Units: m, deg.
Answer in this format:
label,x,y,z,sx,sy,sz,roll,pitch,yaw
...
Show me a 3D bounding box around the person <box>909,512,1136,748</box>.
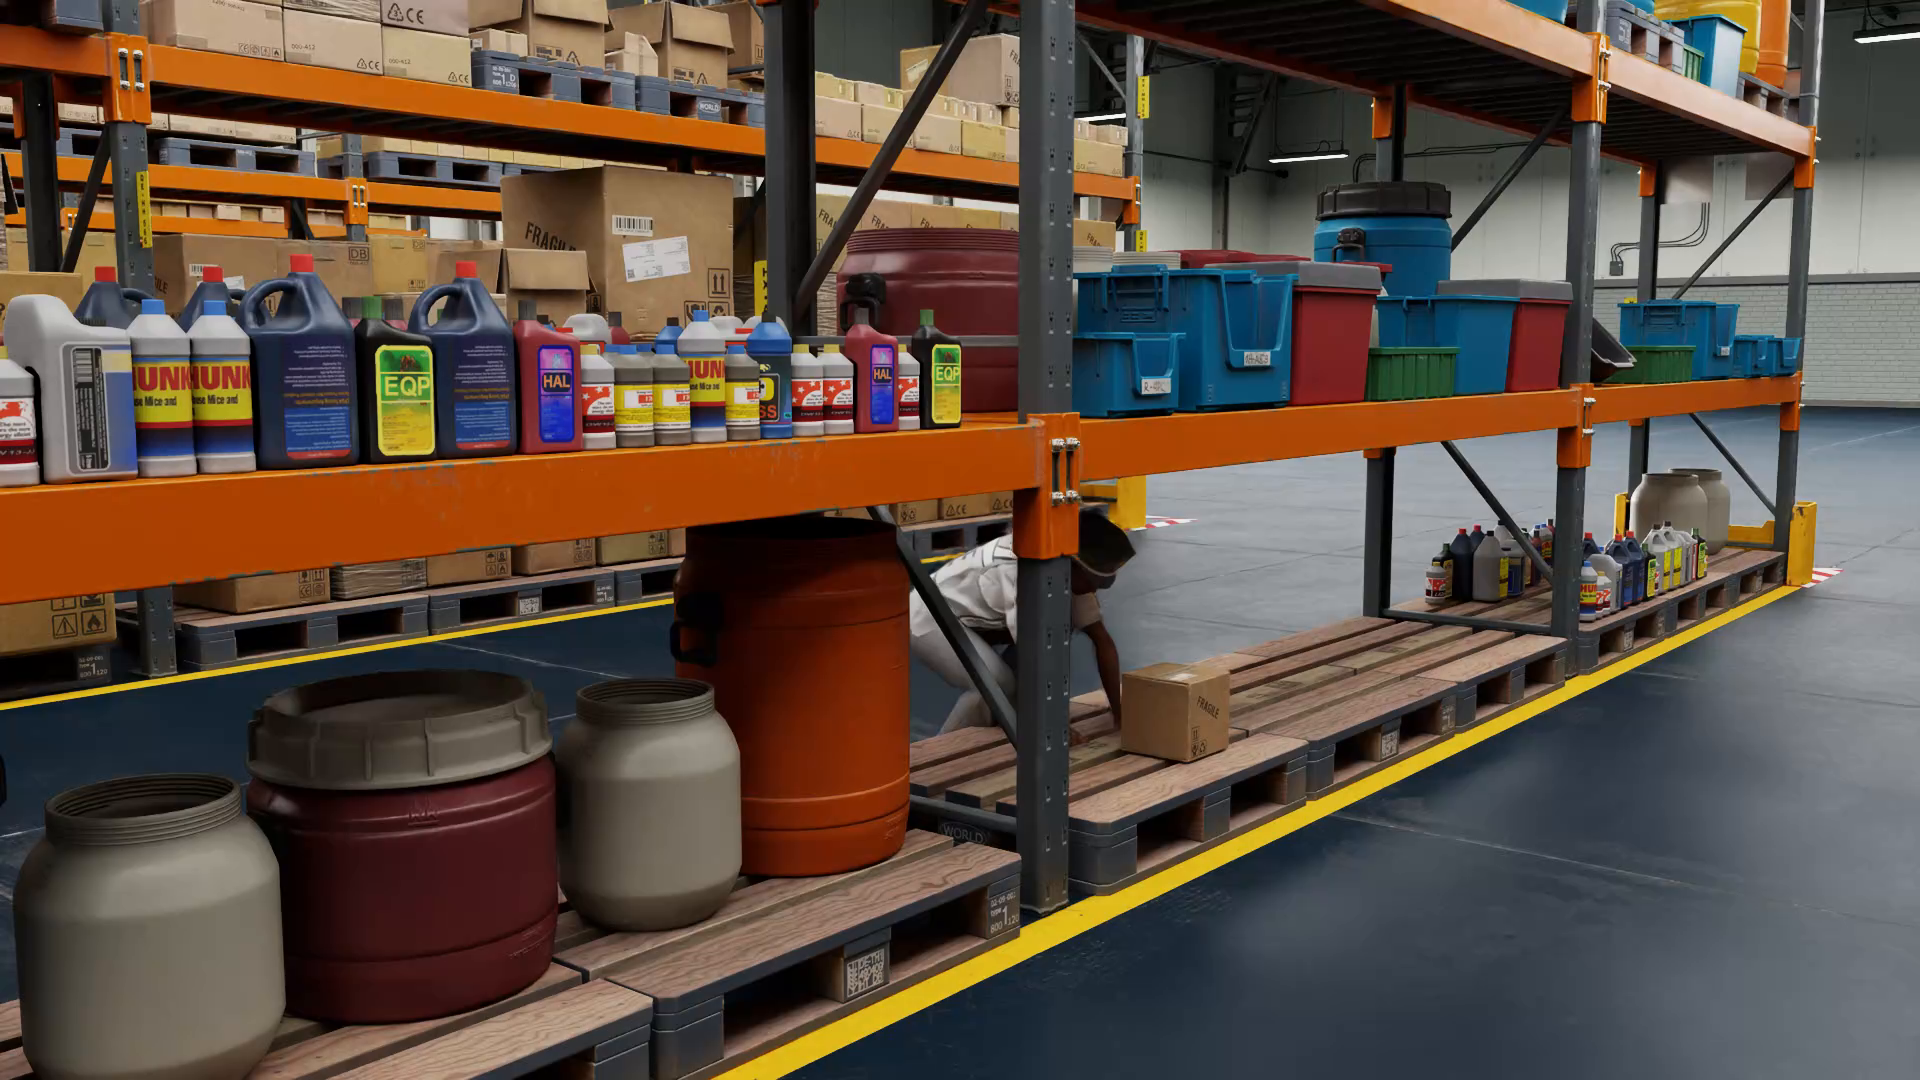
label,x,y,z,sx,sy,sz,roll,pitch,yaw
person,0.207,0.362,5.770,0.886,0.944,0.479,6,9,43
